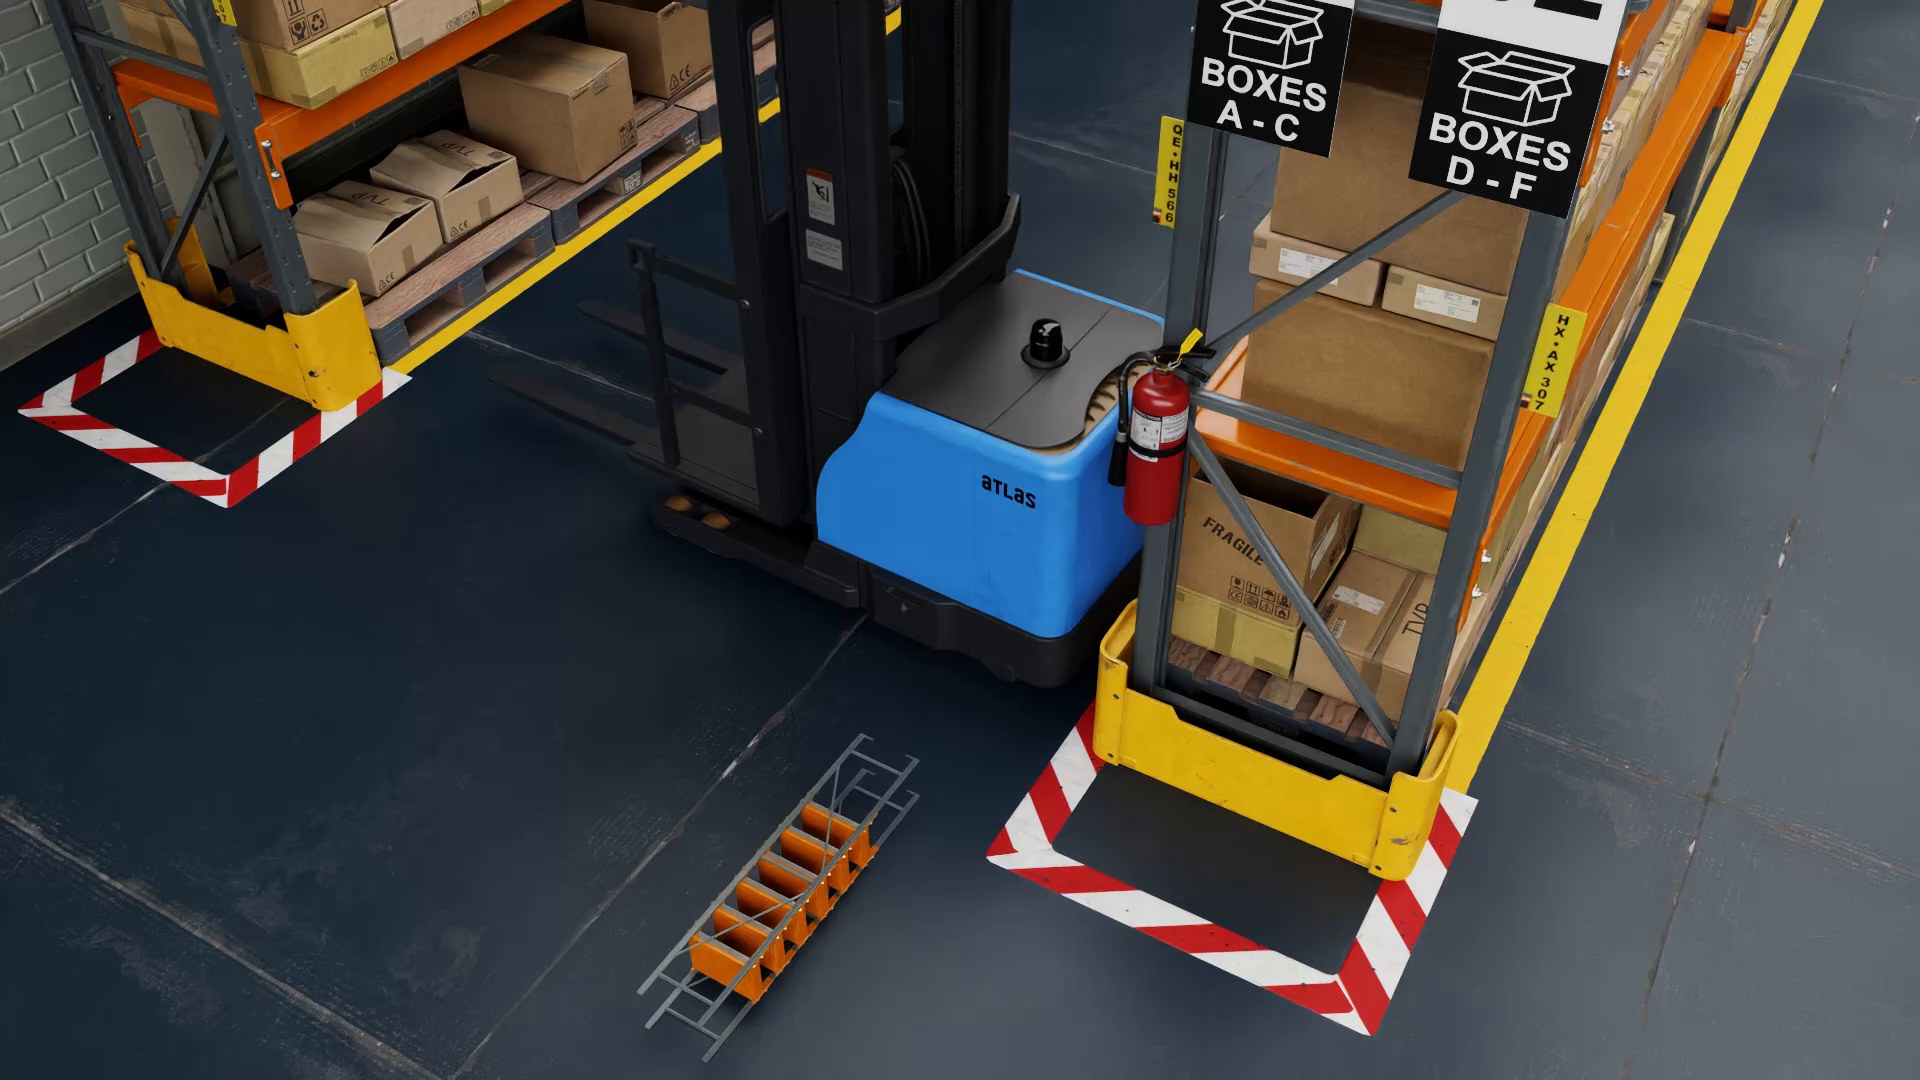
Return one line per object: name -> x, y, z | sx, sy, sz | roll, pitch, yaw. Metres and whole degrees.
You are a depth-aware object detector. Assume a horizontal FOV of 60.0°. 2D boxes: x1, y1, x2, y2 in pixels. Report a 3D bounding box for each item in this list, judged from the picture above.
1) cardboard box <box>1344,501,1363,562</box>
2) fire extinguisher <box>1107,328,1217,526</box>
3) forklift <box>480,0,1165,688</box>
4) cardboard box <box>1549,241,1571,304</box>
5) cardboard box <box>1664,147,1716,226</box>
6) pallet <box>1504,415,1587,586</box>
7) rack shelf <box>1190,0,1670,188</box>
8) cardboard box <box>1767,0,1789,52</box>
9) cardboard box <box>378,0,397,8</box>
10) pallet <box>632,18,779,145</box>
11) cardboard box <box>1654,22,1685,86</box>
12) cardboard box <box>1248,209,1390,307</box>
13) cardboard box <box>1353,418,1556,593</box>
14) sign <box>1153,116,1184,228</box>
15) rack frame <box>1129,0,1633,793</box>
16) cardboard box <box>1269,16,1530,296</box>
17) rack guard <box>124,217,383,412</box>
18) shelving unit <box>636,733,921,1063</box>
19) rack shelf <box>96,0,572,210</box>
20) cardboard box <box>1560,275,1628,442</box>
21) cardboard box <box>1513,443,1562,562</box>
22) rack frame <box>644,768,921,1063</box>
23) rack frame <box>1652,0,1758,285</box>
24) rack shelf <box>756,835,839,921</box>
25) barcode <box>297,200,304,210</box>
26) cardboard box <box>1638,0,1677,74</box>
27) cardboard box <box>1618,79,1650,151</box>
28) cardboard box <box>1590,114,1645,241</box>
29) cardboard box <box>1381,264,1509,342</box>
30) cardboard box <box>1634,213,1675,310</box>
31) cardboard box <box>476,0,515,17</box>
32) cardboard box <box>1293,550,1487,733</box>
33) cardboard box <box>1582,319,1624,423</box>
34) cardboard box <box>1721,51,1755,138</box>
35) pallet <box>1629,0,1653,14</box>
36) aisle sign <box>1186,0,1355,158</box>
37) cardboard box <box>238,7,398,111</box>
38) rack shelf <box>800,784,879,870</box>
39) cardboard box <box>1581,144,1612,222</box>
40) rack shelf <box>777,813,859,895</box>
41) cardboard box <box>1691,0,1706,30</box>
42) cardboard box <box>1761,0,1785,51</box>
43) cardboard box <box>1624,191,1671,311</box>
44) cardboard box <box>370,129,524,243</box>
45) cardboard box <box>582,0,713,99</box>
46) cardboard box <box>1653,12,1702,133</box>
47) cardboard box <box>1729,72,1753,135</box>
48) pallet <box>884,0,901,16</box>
cardboard box -> 1.302, -0.112, 6.371 | 0.500, 0.250, 0.500 | 21, 45, 22
fire extinguisher -> 0.589, -0.349, 4.935 | 0.296, 0.674, 0.183 | 21, 45, 22
forklift -> -0.641, -1.314, 6.025 | 3.031, 2.935, 1.130 | 23, 46, 24
cardboard box -> 1.553, -0.894, 5.420 | 0.700, 0.500, 0.500 | 22, 46, 23
cardboard box -> 3.468, -1.855, 8.350 | 0.500, 0.250, 0.500 | 20, 45, 21
pallet -> 2.008, -0.392, 7.036 | 1.003, 0.211, 1.213 | 21, 45, 22
rack shelf -> 2.051, -2.292, 5.358 | 1.077, 0.370, 4.000 | 21, 45, 22
cardboard box -> 4.492, -3.031, 9.685 | 0.500, 0.250, 0.500 | 22, 46, 23
cardboard box -> -2.486, -2.614, 6.980 | 0.500, 0.500, 0.500 | 21, 46, 22
pallet -> -1.544, -2.774, 9.741 | 1.003, 0.211, 1.213 | 21, 45, 22
cardboard box -> 2.334, -1.756, 5.908 | 0.380, 0.149, 0.250 | 22, 46, 23
cardboard box -> 1.076, -0.855, 4.884 | 0.380, 0.149, 0.250 | 20, 45, 21
cardboard box -> 1.760, -0.219, 5.925 | 0.500, 0.500, 0.500 | 21, 45, 22
sign -> 0.587, -1.003, 4.564 | 0.100, 0.325, 0.005 | 21, 45, 22
rack frame -> 1.050, -0.292, 4.812 | 1.000, 3.000, 0.127 | 21, 45, 22
cardboard box -> 1.321, -1.110, 4.683 | 0.700, 0.500, 0.500 | 21, 46, 22
rack guard -> -3.203, -1.034, 7.545 | 1.175, 0.500, 0.348 | 21, 45, 22
shelving unit -> -0.549, 1.113, 5.340 | 0.258, 0.189, 1.200 | 22, 46, 23
rack shelf -> -2.240, -2.803, 8.207 | 1.077, 0.370, 4.000 | 21, 45, 22
cardboard box -> 2.264, -0.790, 6.573 | 0.500, 0.500, 0.500 | 21, 45, 22
cardboard box -> 2.009, -0.224, 6.498 | 0.500, 0.250, 0.500 | 21, 45, 22
rack frame -> -0.549, 1.182, 5.400 | 0.240, 0.006, 1.200 | 22, 46, 23
rack frame -> 3.052, -2.581, 7.411 | 1.000, 3.000, 0.127 | 21, 45, 22
rack shelf -> -0.526, 1.088, 5.368 | 0.258, 0.180, 0.103 | 22, 46, 23
barcode -> -3.154, -1.596, 7.988 | 0.001, 0.075, 0.075 | 21, 45, 22
cardboard box -> 2.082, -1.988, 5.680 | 0.700, 0.500, 0.500 | 21, 46, 22
cardboard box -> 2.076, -1.464, 5.576 | 0.380, 0.149, 0.250 | 20, 45, 22
cardboard box -> 2.067, -1.479, 6.084 | 0.700, 0.500, 0.500 | 22, 46, 23
cardboard box -> 1.433, -0.726, 4.739 | 0.380, 0.149, 0.250 | 21, 45, 22
cardboard box -> 3.009, -1.369, 7.798 | 0.500, 0.250, 0.500 | 21, 45, 22
cardboard box -> -2.214, -2.645, 7.582 | 0.500, 0.250, 0.500 | 20, 45, 21
cardboard box -> 1.511, 0.349, 5.847 | 0.500, 0.250, 0.500 | 21, 45, 22
cardboard box -> 2.513, -0.795, 7.146 | 0.500, 0.250, 0.500 | 21, 45, 22
cardboard box -> 3.729, -2.356, 8.494 | 0.500, 0.311, 0.500 | 20, 45, 22
pallet -> 1.426, -1.781, 4.299 | 1.003, 0.211, 1.213 | 21, 45, 22
aisle sign -> 0.763, -1.327, 4.020 | 0.394, 0.787, 0.004 | 21, 45, 22
cardboard box -> -2.722, -2.054, 6.911 | 0.500, 0.250, 0.500 | 20, 45, 21
rack shelf -> -0.402, 0.952, 5.522 | 0.258, 0.180, 0.103 | 22, 46, 23
cardboard box -> 1.817, -1.164, 5.236 | 0.380, 0.149, 0.250 | 20, 45, 21
rack shelf -> -0.464, 1.020, 5.445 | 0.258, 0.180, 0.103 | 22, 46, 23
cardboard box -> 2.590, -2.054, 6.246 | 0.380, 0.149, 0.250 | 21, 45, 22
cardboard box -> 4.242, -2.951, 9.170 | 0.500, 0.311, 0.500 | 22, 46, 23
cardboard box -> 2.749, -1.368, 7.229 | 0.500, 0.500, 0.500 | 21, 45, 22
cardboard box -> -2.531, -1.777, 8.199 | 0.500, 0.311, 0.500 | 25, 47, 25
cardboard box -> -1.724, -2.837, 9.260 | 0.500, 0.500, 0.500 | 18, 44, 19
cardboard box -> 2.577, -2.058, 6.742 | 0.700, 0.500, 0.500 | 20, 45, 22
cardboard box -> 3.982, -2.445, 9.019 | 0.500, 0.250, 0.500 | 20, 45, 21
pallet -> -0.851, -3.616, 10.697 | 1.003, 0.211, 1.213 | 21, 45, 22
